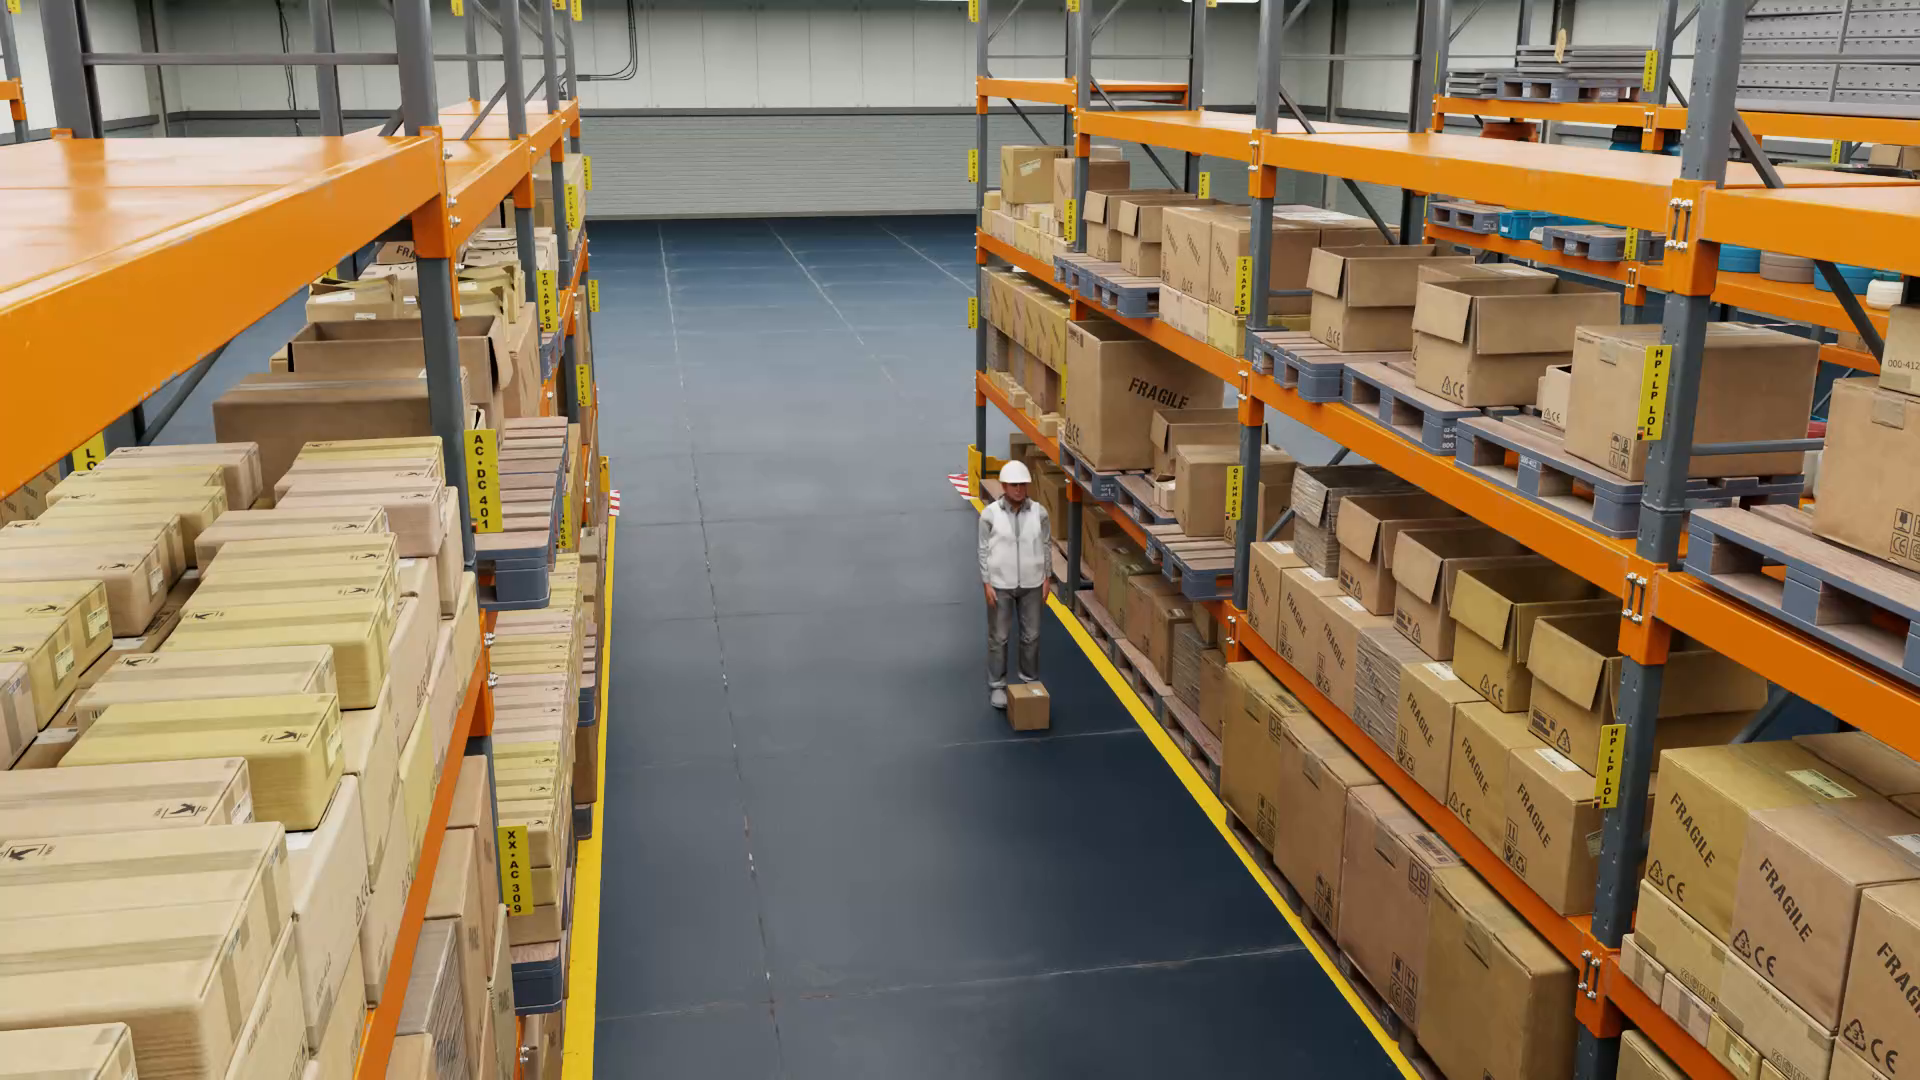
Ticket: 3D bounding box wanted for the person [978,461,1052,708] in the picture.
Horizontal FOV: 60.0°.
[{"bbox_3d":[0.399,0.323,11.915,0.540,1.801,0.378,-3,16,-9],"label":"person"}]
